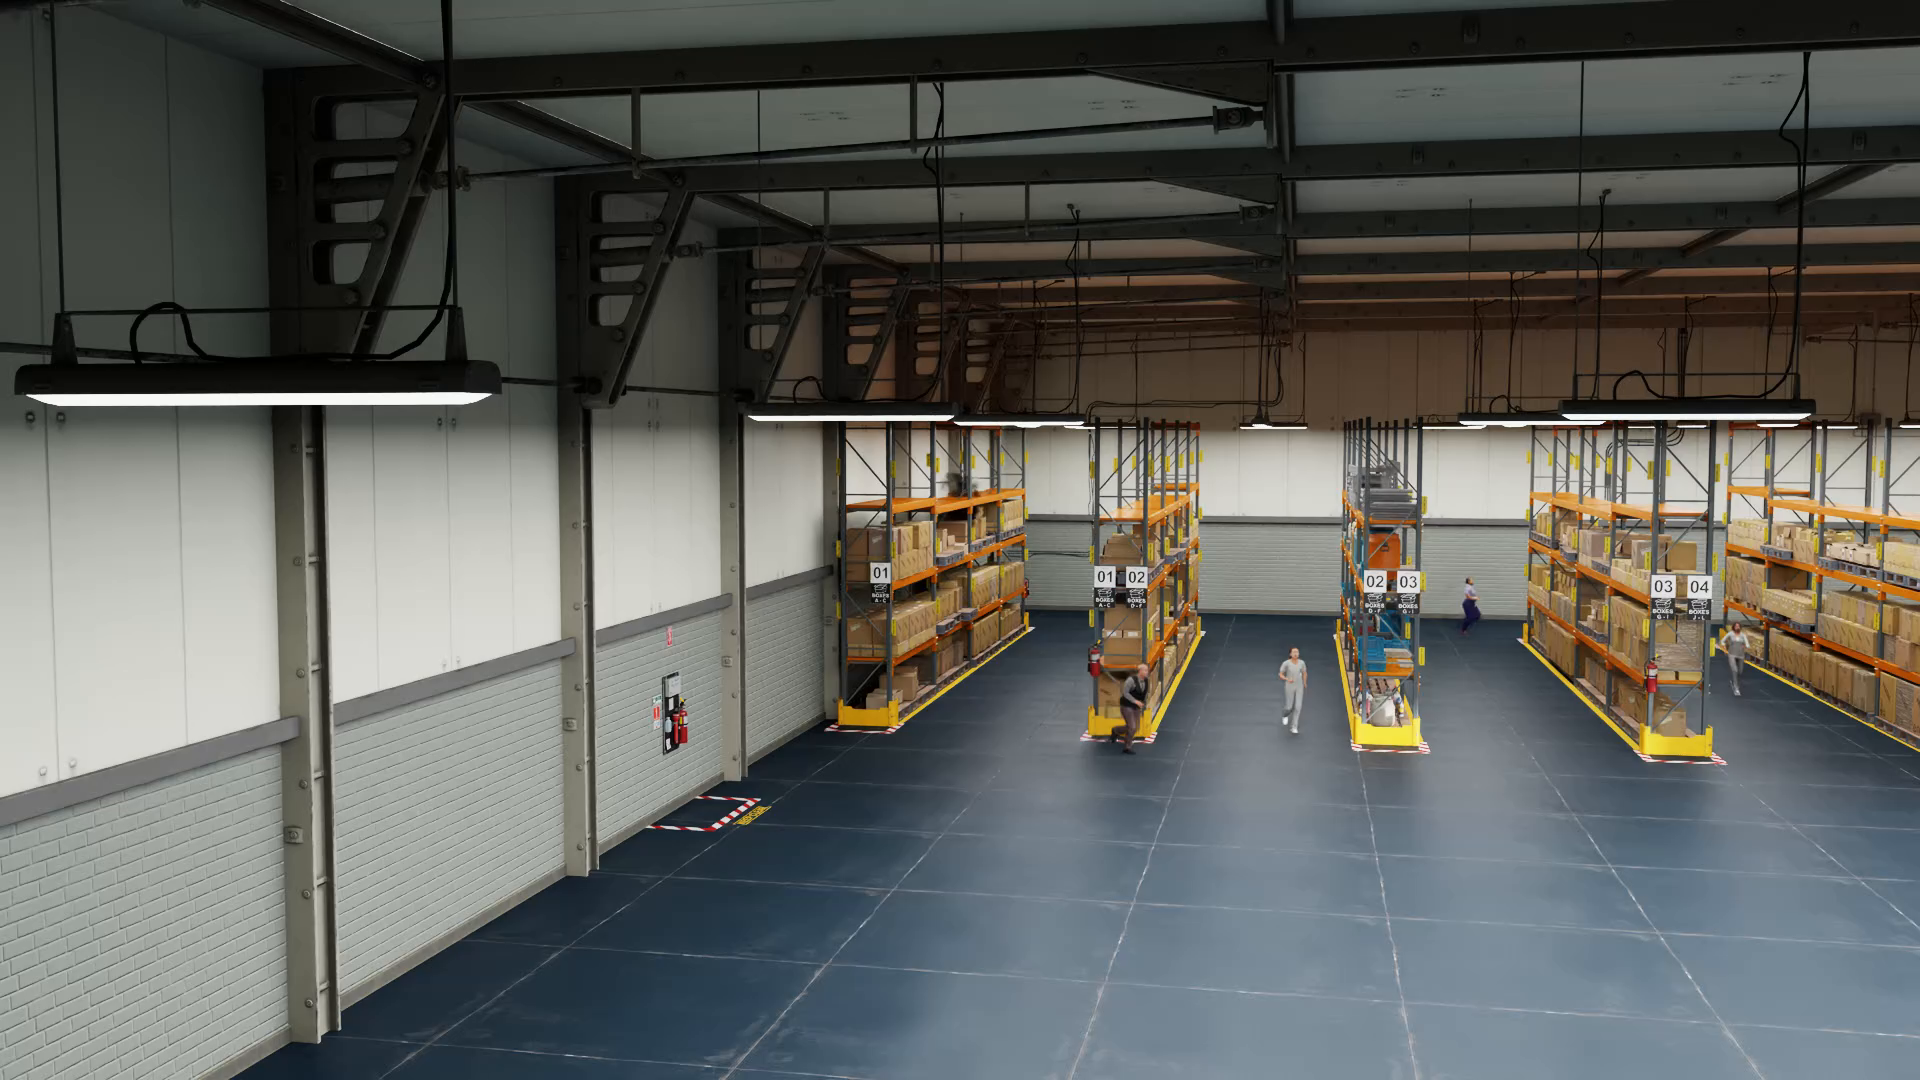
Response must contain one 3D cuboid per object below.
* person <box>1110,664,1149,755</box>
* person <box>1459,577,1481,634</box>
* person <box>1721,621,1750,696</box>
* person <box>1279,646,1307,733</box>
[{"bbox_3d":[3.068,2.999,29.732,0.825,1.632,0.665,4,5,44],"label":"person"},{"bbox_3d":[14.466,1.851,47.118,0.570,1.617,0.661,2,4,28],"label":"person"},{"bbox_3d":[16.915,2.560,36.266,0.542,1.578,0.884,1,4,8],"label":"person"},{"bbox_3d":[6.371,2.839,31.791,0.568,1.634,0.701,0,4,-5],"label":"person"}]
